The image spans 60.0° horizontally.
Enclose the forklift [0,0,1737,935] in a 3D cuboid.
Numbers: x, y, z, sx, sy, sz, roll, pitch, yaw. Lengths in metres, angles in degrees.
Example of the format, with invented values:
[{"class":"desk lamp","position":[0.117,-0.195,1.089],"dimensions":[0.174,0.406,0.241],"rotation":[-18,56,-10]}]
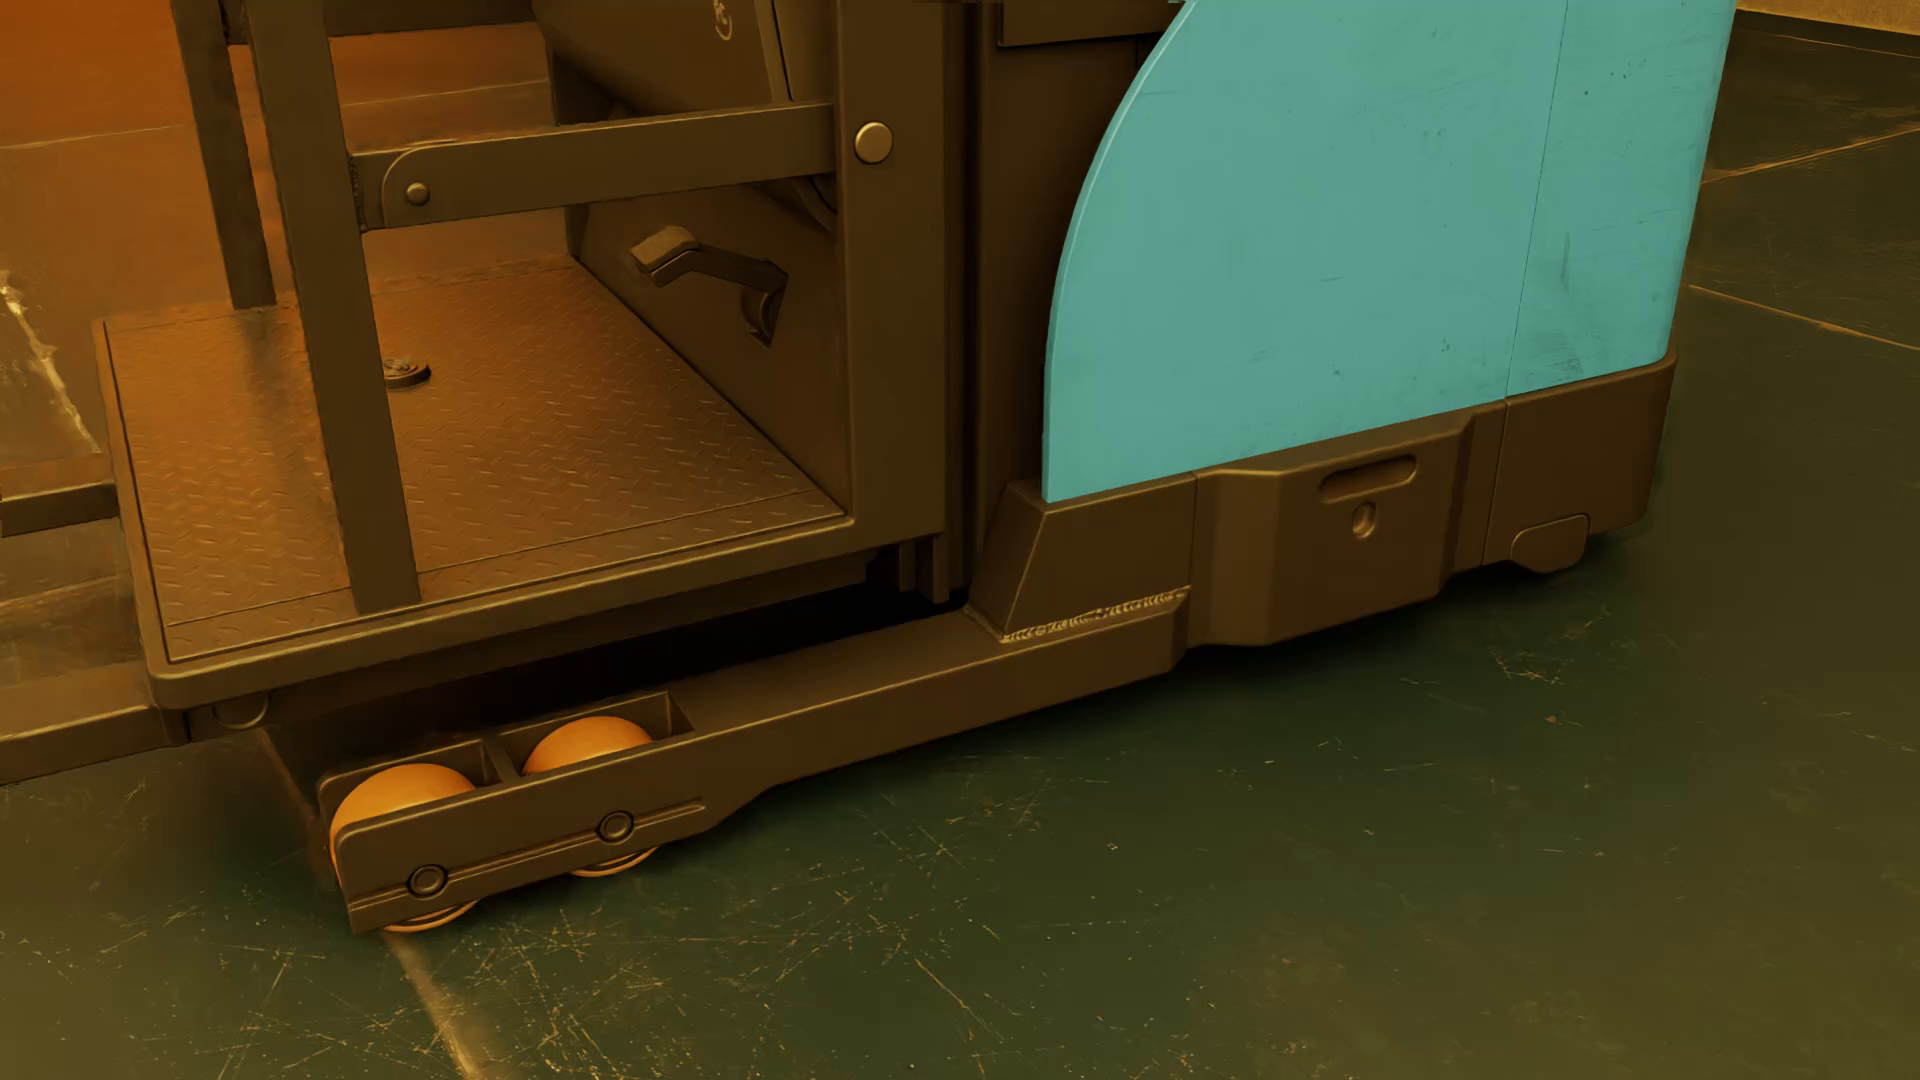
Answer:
[{"class":"forklift","position":[-0.539,-1.181,1.586],"dimensions":[3.031,2.935,1.130],"rotation":[-13,30,-24]}]
